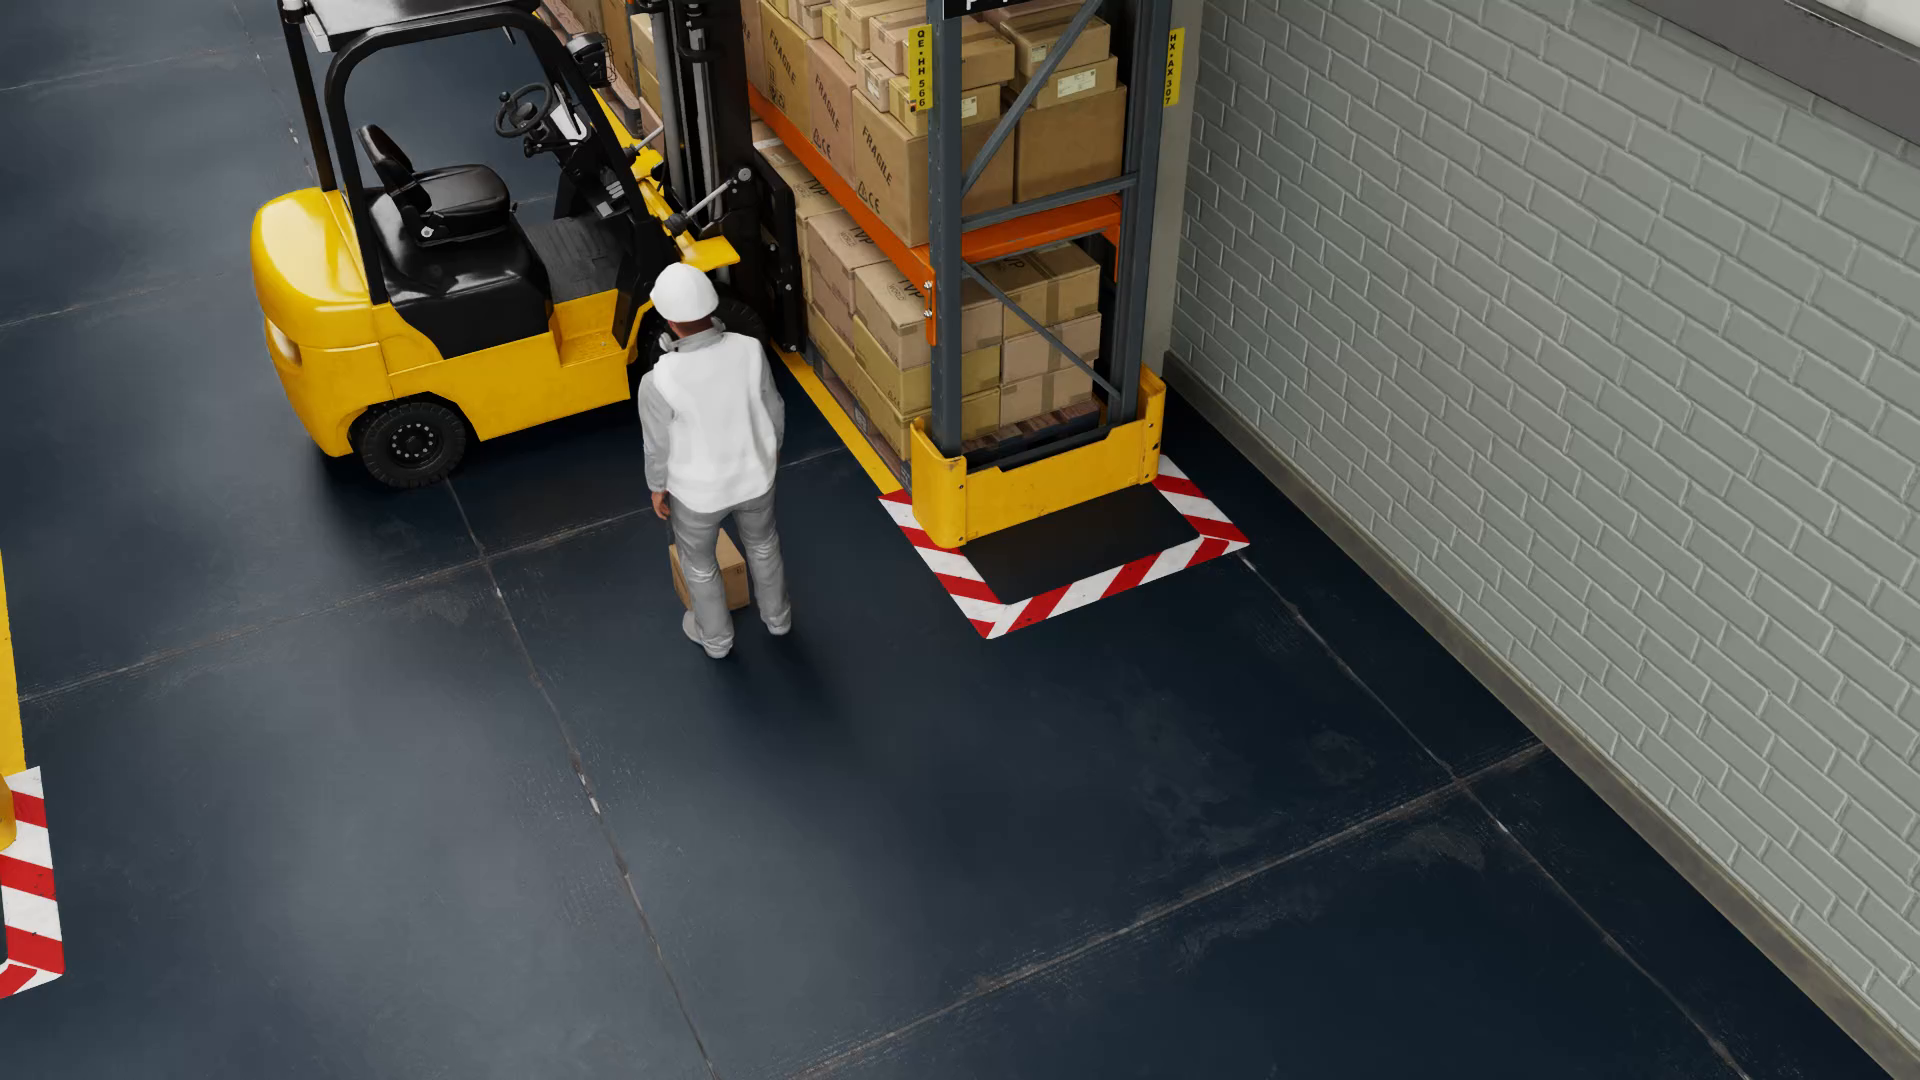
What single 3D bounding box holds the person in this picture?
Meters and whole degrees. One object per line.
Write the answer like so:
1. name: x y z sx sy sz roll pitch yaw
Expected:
1. person: -0.945 -0.277 6.456 0.580 1.772 0.462 -19 44 -20
